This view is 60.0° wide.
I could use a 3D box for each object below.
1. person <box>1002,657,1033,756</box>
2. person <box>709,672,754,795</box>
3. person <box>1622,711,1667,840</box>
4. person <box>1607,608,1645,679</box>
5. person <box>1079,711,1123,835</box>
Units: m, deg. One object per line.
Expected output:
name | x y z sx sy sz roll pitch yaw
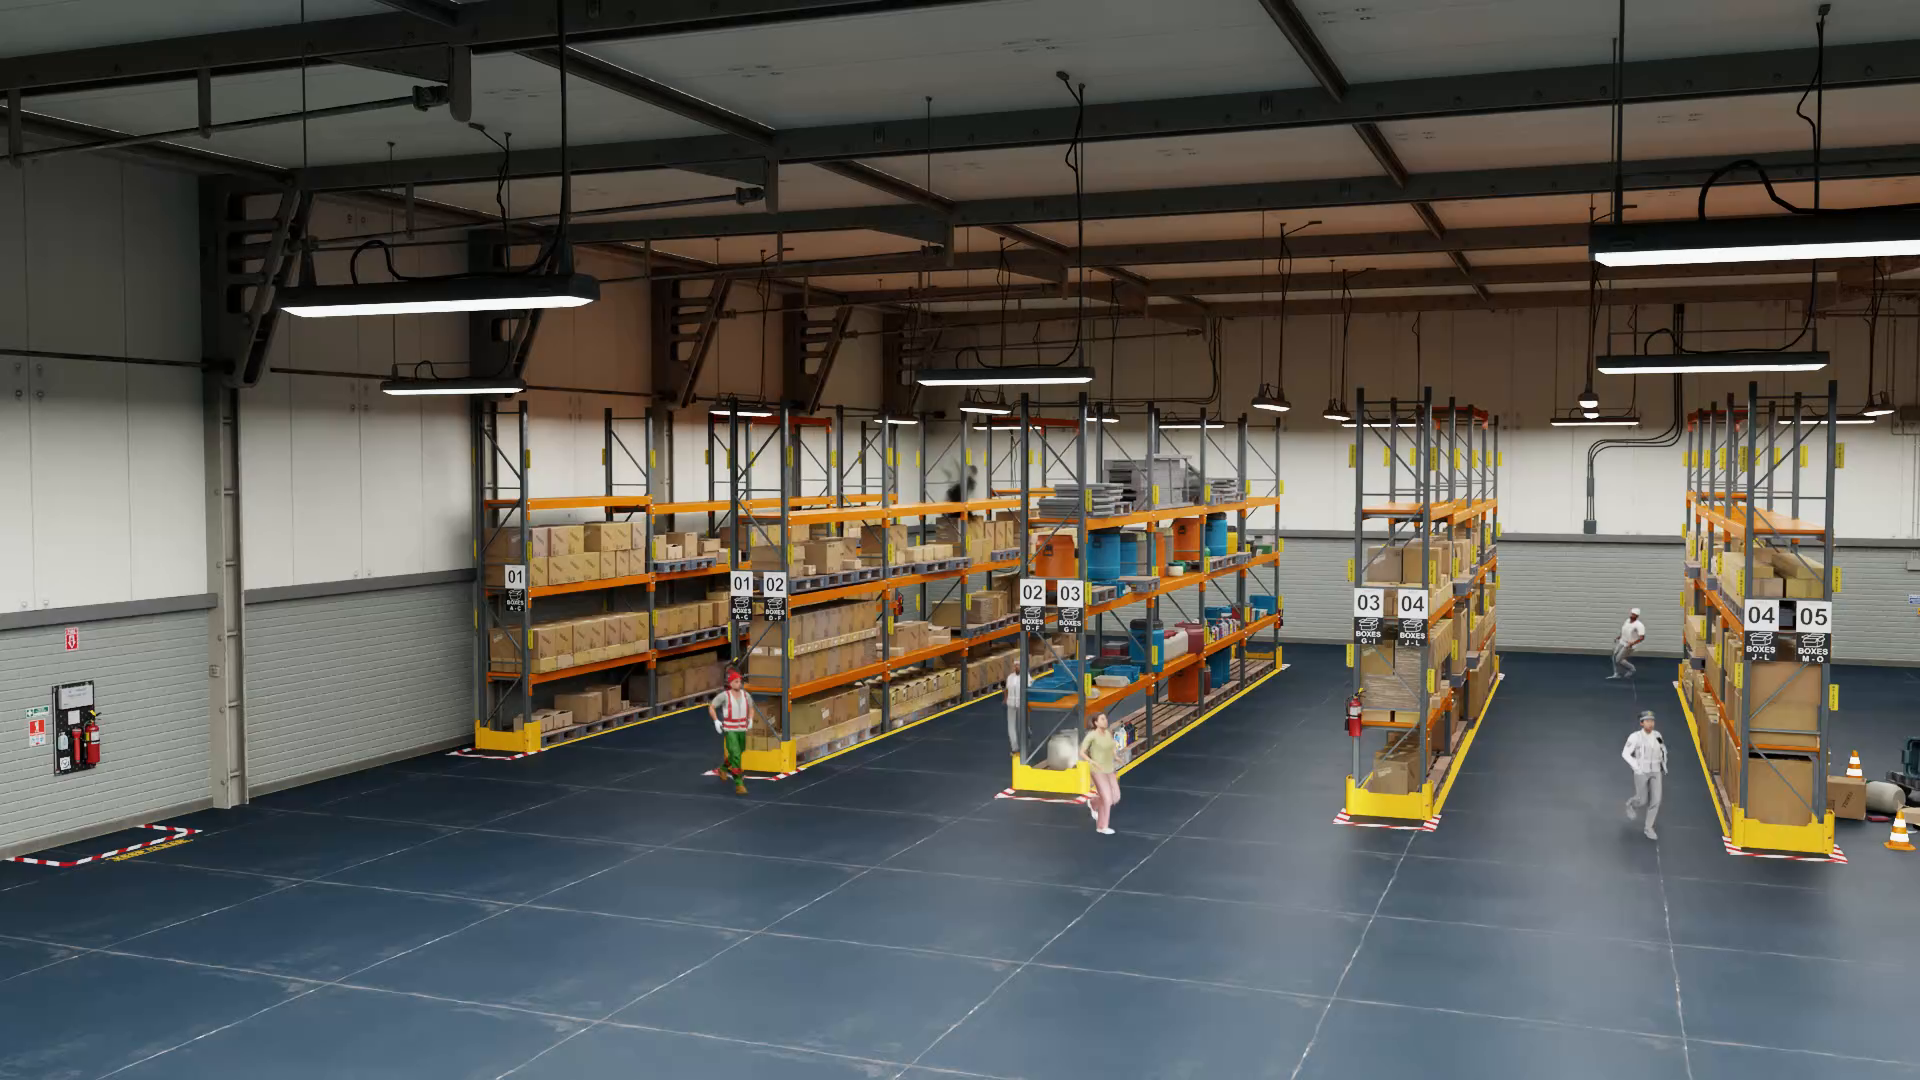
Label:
person | 0.987 2.802 28.156 0.579 1.653 0.651 1 3 22
person | -3.425 2.893 25.176 0.682 1.791 0.927 -2 4 -39
person | 9.157 3.097 22.201 0.632 1.675 0.712 0 3 -1
person | 15.030 2.352 37.519 0.548 1.663 0.759 0 3 -3
person | 1.865 3.105 22.330 0.618 1.625 0.611 -2 4 -38
